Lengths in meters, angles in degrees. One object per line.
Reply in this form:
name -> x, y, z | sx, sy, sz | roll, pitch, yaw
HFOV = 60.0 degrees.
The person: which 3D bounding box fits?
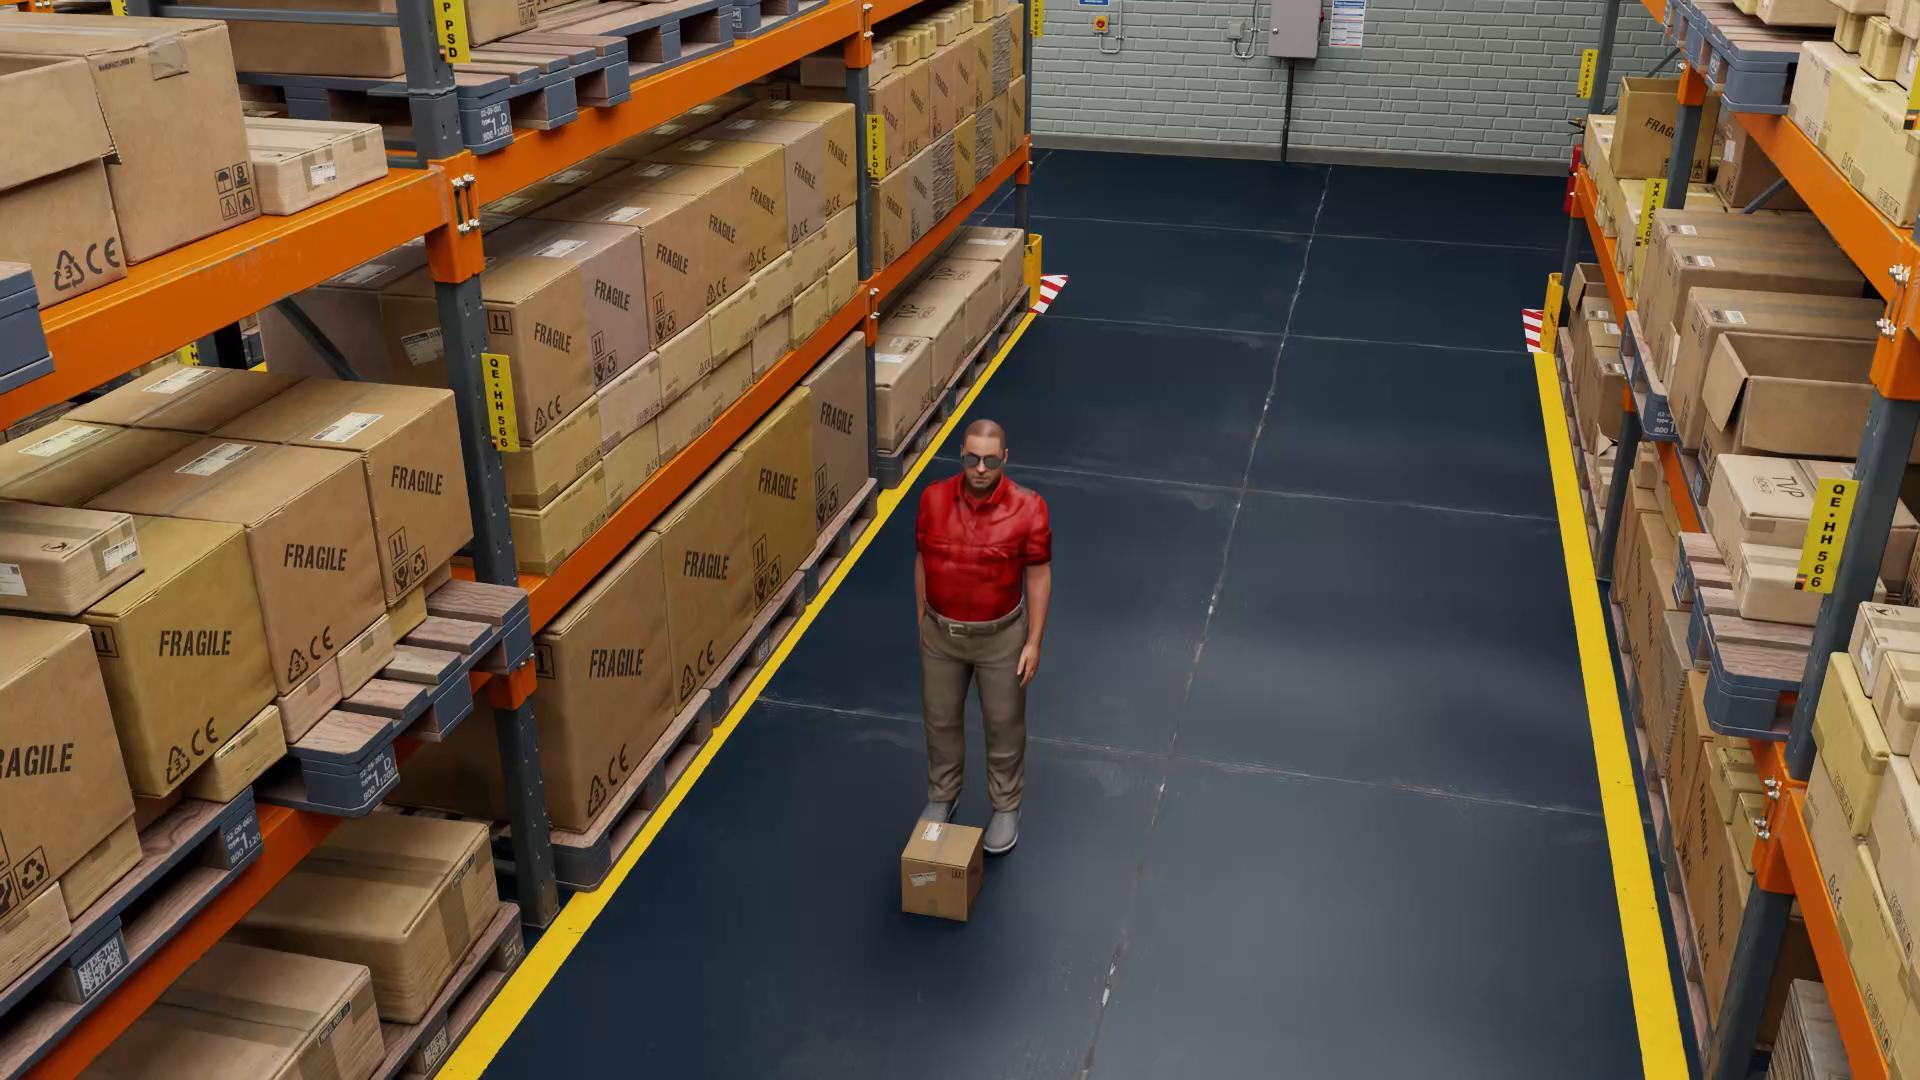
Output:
person -> 0.071, 0.379, 6.334 | 0.531, 1.739, 0.363 | 7, 26, 14
